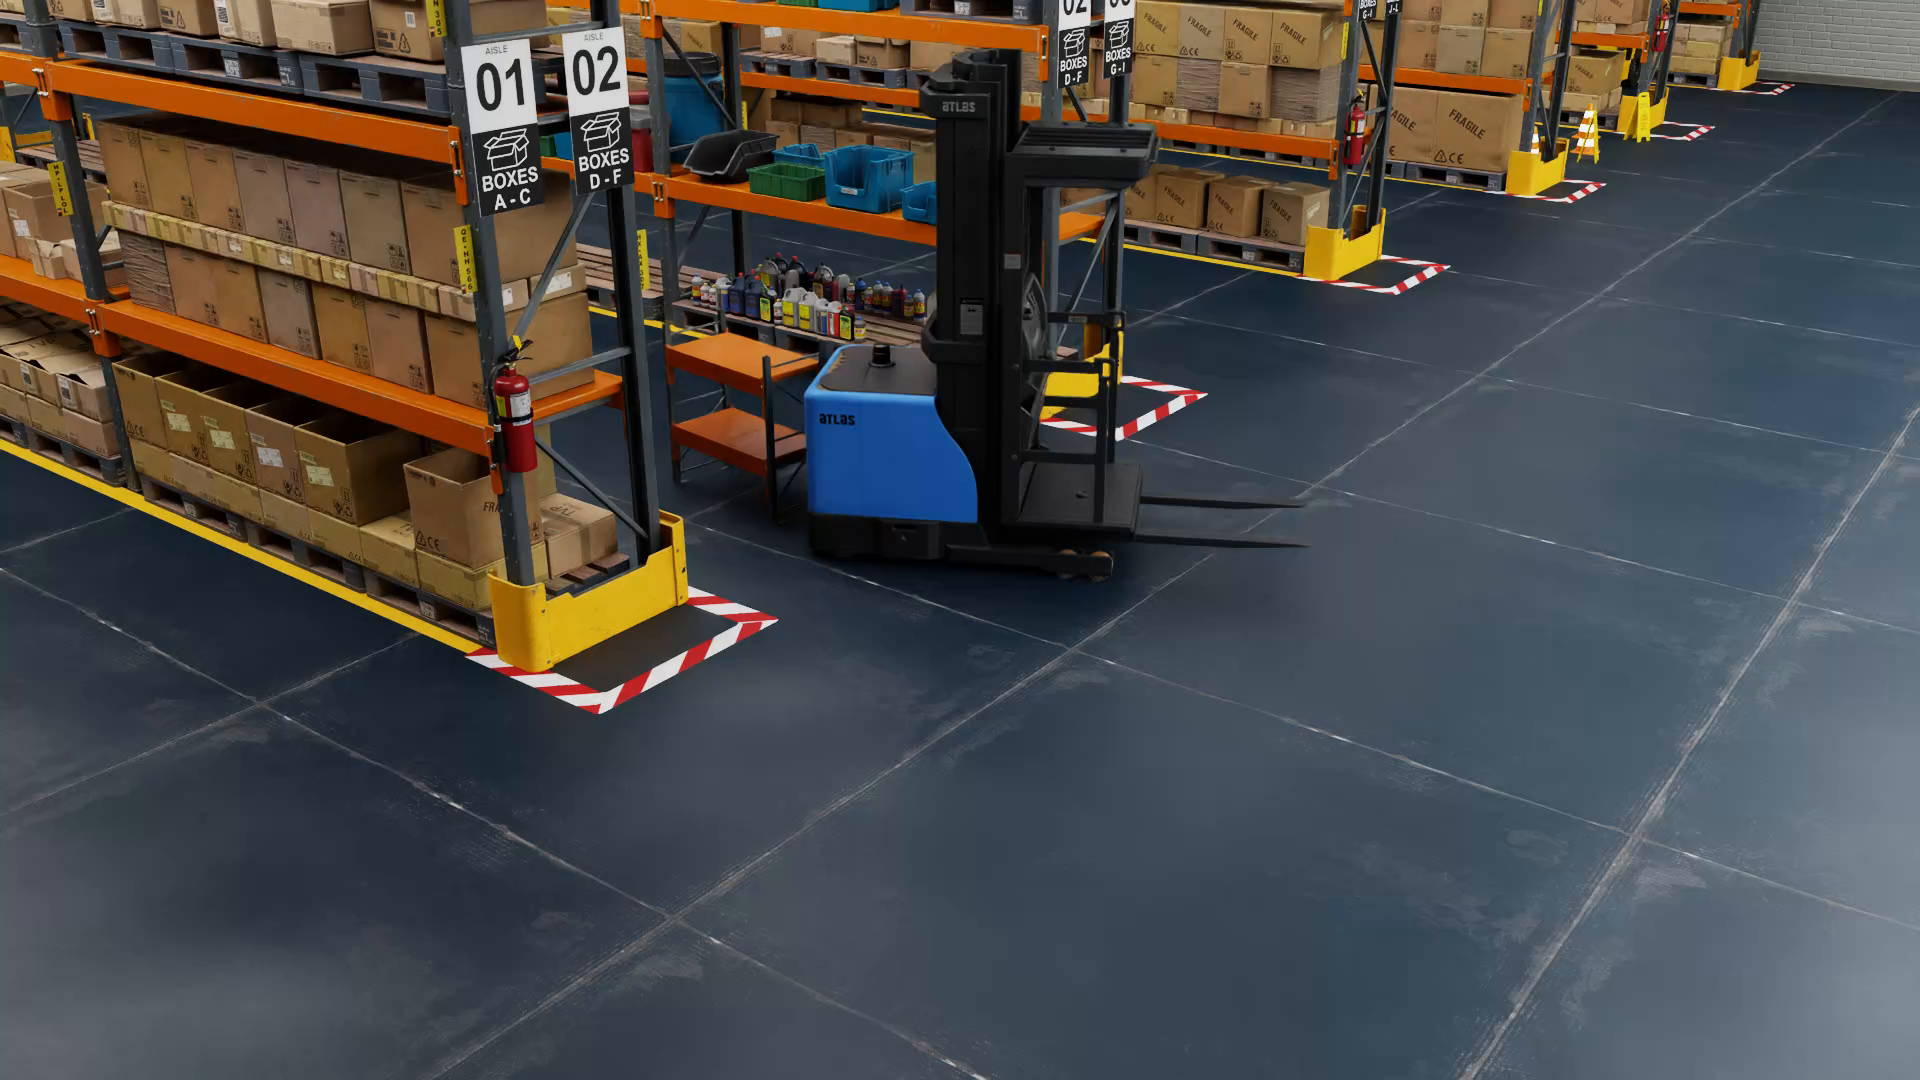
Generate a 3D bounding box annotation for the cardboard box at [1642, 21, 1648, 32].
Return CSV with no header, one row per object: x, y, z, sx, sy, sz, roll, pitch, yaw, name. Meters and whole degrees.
9.684,-7.319,23.632,0.250,0.149,0.380,17,29,33,cardboard box

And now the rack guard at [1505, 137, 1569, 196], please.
6.963,-4.514,20.054,0.348,0.500,1.175,17,29,33,rack guard

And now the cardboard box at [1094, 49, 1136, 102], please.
1.850,-4.888,17.309,0.500,0.500,0.875,17,29,33,cardboard box

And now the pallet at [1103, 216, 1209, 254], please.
2.227,-3.333,17.732,1.213,0.211,1.003,17,29,33,pallet

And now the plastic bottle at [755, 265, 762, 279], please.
-1.806,-2.391,15.060,0.097,0.201,0.097,0,24,0,plastic bottle

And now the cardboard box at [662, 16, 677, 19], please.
-3.608,-6.868,20.928,0.637,0.503,0.797,18,29,34,cardboard box

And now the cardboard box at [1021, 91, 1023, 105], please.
0.679,-4.791,17.895,0.250,0.149,0.380,17,29,33,cardboard box

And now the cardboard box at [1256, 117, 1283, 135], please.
3.106,-4.080,16.280,0.250,0.149,0.380,17,29,33,cardboard box

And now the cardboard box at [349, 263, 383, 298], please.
-3.091,-1.452,9.077,0.250,0.149,0.380,17,29,34,cardboard box

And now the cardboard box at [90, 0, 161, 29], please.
-4.580,-3.111,9.465,0.500,0.311,0.500,15,28,30,cardboard box

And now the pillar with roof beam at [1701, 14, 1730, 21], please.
10.207,-10.703,23.560,0.400,9.000,9.100,17,29,33,pillar with roof beam

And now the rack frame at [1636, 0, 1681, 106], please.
9.832,-7.285,23.243,0.127,3.000,1.000,17,29,33,rack frame

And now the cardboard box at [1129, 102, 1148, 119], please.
1.887,-4.433,17.081,0.250,0.149,0.380,17,29,33,cardboard box

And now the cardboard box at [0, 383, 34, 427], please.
-6.576,-1.047,11.975,0.500,0.250,0.500,18,29,34,cardboard box

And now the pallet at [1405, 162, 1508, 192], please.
6.257,-4.556,20.507,1.213,0.211,1.003,17,29,33,pallet

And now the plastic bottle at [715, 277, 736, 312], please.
-2.016,-2.124,14.362,0.135,0.276,0.152,18,30,35,plastic bottle

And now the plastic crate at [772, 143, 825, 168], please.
-1.235,-3.209,14.177,0.616,0.251,0.499,17,29,33,plastic crate

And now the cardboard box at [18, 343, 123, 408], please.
-6.173,-1.180,11.580,0.500,0.311,0.500,18,29,35,cardboard box

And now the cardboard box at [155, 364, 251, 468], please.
-4.669,-0.806,10.496,0.500,0.500,0.500,17,29,33,cardboard box

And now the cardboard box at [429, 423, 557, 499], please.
-2.753,-0.492,9.784,0.500,0.500,0.500,17,29,33,cardboard box

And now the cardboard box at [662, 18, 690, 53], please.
-3.452,-6.230,20.725,0.500,0.500,0.500,17,29,33,cardboard box

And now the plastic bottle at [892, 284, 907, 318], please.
-0.516,-2.048,14.180,0.133,0.283,0.061,17,29,34,plastic bottle

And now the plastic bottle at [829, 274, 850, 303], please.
-1.055,-2.184,14.499,0.135,0.276,0.152,17,29,34,plastic bottle

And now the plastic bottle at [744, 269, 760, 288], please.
-1.800,-2.164,14.359,0.185,0.351,0.144,17,29,33,plastic bottle

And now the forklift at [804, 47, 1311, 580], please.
0.626,-1.333,9.819,3.031,2.935,1.130,3,24,8,forklift

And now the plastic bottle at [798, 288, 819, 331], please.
-1.246,-1.924,13.815,0.185,0.351,0.144,18,30,35,plastic bottle

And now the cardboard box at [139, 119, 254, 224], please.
-4.493,-2.272,10.133,0.500,0.500,0.700,17,29,33,cardboard box

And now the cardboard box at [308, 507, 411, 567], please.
-3.471,-0.098,9.821,0.500,0.250,0.500,17,29,33,cardboard box

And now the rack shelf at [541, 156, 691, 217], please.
-3.883,-3.612,15.798,4.000,0.370,1.077,17,29,33,rack shelf

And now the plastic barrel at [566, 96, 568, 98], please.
-3.504,-3.999,15.616,0.433,0.535,0.433,0,24,0,plastic barrel

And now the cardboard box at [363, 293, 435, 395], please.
-2.845,-1.181,9.265,0.500,0.500,0.700,18,29,35,cardboard box

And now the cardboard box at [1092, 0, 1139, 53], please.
1.696,-5.262,16.919,0.500,0.500,0.500,17,29,33,cardboard box

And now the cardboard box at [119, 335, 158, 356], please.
-5.835,-1.354,11.975,0.500,0.311,0.500,16,29,33,cardboard box

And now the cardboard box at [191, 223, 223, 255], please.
-4.340,-1.828,9.930,0.250,0.149,0.380,16,28,32,cardboard box

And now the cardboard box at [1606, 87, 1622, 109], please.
9.352,-6.504,24.358,0.500,0.250,0.500,17,29,33,cardboard box

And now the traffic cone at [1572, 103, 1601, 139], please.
8.714,-5.812,23.046,0.334,0.463,0.336,17,29,33,traffic cone

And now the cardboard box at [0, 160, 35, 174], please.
-7.105,-2.473,12.196,0.500,0.500,0.500,15,28,31,cardboard box

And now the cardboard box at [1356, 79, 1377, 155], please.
4.928,-5.460,21.214,0.875,0.875,0.875,17,29,34,cardboard box

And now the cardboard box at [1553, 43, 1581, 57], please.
8.700,-7.036,23.832,0.250,0.149,0.380,18,29,35,cardboard box

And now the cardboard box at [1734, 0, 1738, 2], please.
12.576,-9.143,27.335,0.500,0.500,0.500,18,29,35,cardboard box

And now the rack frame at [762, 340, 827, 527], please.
-1.029,-0.676,10.568,0.032,1.125,0.500,21,32,40,rack frame

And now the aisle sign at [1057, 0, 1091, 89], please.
0.797,-3.566,11.579,0.004,0.787,0.394,17,29,33,aisle sign

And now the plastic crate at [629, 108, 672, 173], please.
-2.854,-3.505,14.584,0.583,0.464,0.402,17,29,33,plastic crate

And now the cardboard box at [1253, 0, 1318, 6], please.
3.216,-5.072,16.486,0.500,0.500,0.500,17,29,33,cardboard box

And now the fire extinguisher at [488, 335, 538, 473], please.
-2.240,-0.679,8.345,0.183,0.674,0.296,17,29,33,fire extinguisher

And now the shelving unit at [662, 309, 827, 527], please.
-1.394,-0.819,10.892,1.048,1.125,0.538,21,32,40,shelving unit

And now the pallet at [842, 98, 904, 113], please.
-1.054,-6.807,25.616,1.213,0.211,1.003,17,29,33,pallet

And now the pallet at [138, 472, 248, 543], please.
-4.646,-0.378,11.025,1.213,0.211,1.003,17,29,33,pallet

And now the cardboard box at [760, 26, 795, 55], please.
-2.057,-6.143,20.006,0.500,0.500,0.500,13,27,27,cardboard box

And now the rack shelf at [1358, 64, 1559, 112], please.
5.343,-5.818,20.806,4.000,0.370,1.077,17,29,33,rack shelf

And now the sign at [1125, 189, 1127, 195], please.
1.251,-2.793,12.705,0.005,0.325,0.100,17,29,33,sign

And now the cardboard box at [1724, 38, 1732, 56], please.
12.554,-8.231,27.659,0.500,0.250,0.500,17,29,34,cardboard box

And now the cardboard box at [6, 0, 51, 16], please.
-5.744,-3.508,10.616,0.500,0.250,0.500,21,31,39,cardboard box

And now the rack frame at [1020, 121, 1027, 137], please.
0.687,-5.055,18.182,0.127,3.000,1.000,17,29,33,rack frame

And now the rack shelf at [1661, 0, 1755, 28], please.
11.205,-9.042,28.123,4.000,0.370,1.077,17,29,33,rack shelf

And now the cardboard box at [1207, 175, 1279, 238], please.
2.900,-3.426,17.064,0.500,0.500,0.500,-17,29,-34,cardboard box

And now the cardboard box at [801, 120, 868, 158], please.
-1.514,-4.794,20.145,0.500,0.500,0.700,14,27,29,cardboard box

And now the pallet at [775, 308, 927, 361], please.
-0.790,-1.710,14.049,1.213,0.211,1.003,17,29,33,pallet
